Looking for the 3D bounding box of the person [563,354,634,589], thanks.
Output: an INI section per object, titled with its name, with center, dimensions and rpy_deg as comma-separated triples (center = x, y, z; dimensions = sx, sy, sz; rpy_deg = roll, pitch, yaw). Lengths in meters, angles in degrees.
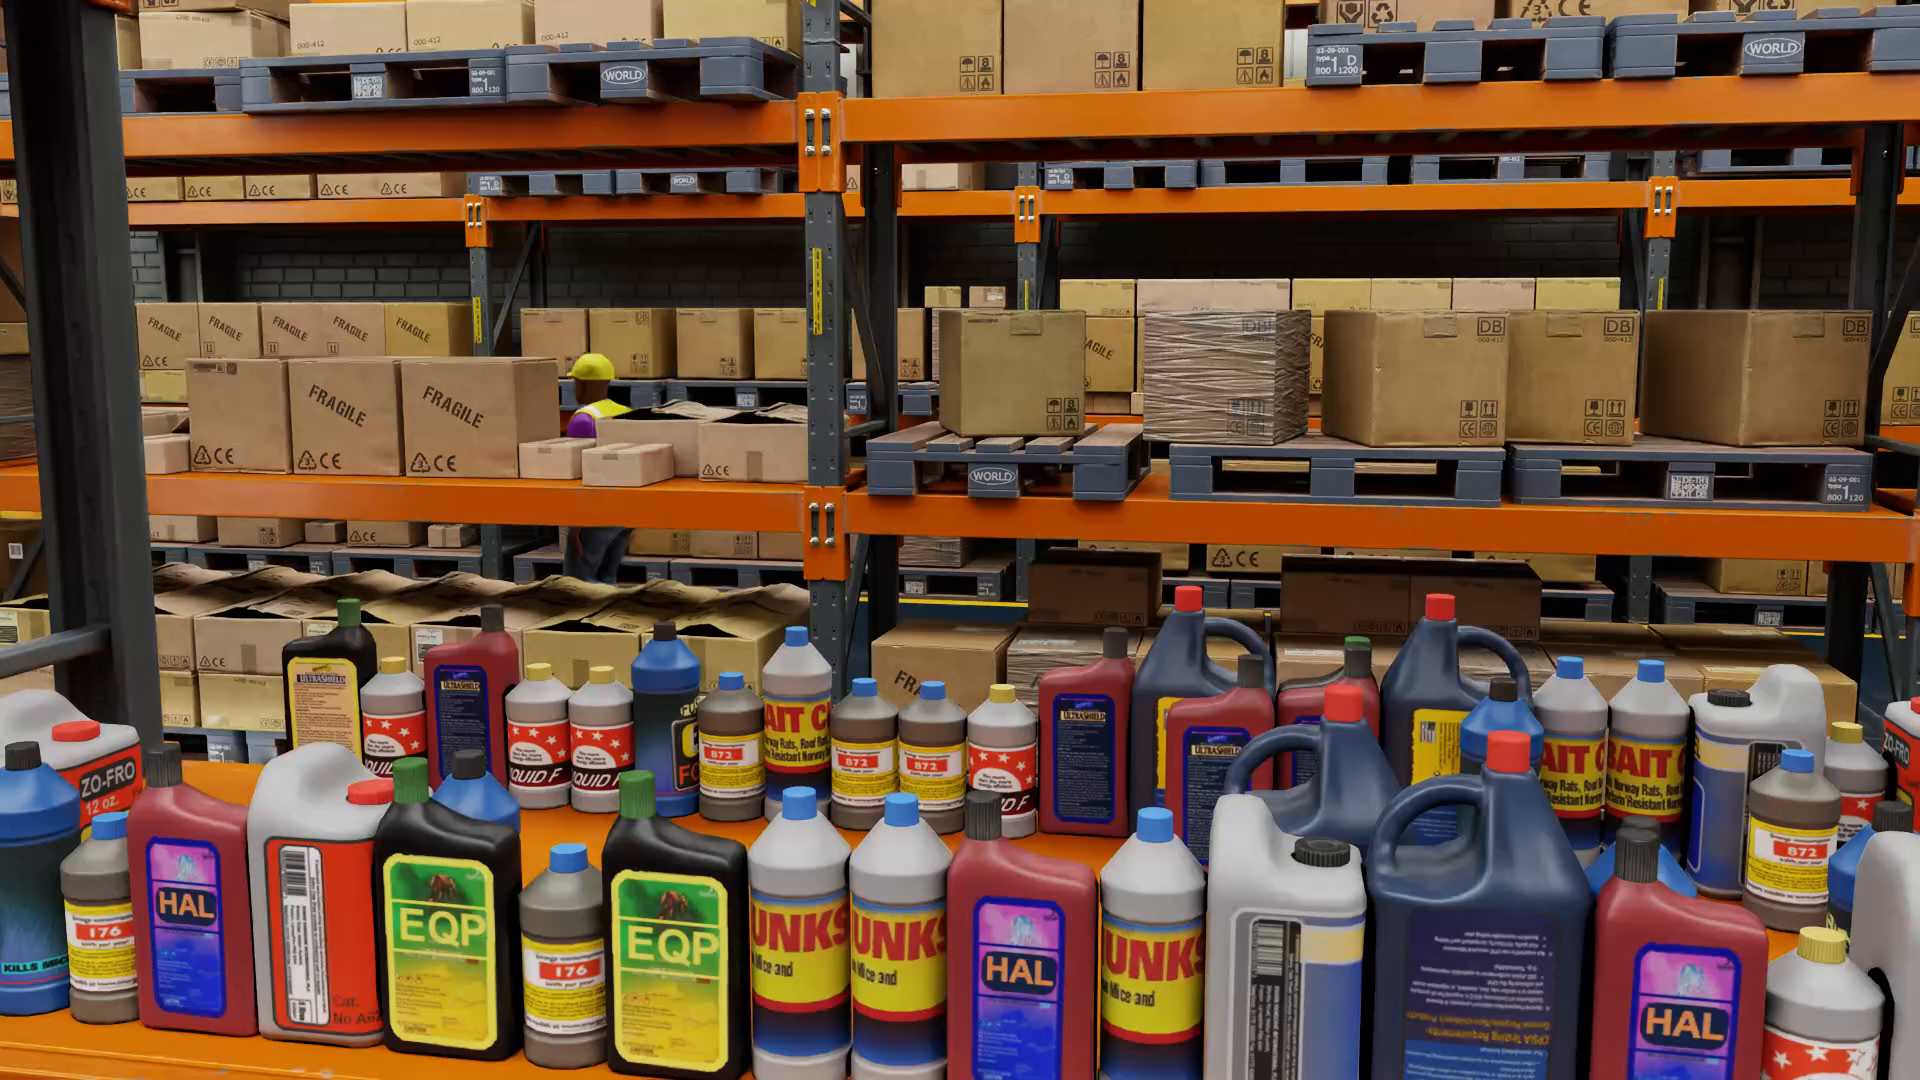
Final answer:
[person]
center = -1.880, -0.133, 9.050
dimensions = 0.615, 1.752, 0.597
rpy_deg = 3, 8, 19
